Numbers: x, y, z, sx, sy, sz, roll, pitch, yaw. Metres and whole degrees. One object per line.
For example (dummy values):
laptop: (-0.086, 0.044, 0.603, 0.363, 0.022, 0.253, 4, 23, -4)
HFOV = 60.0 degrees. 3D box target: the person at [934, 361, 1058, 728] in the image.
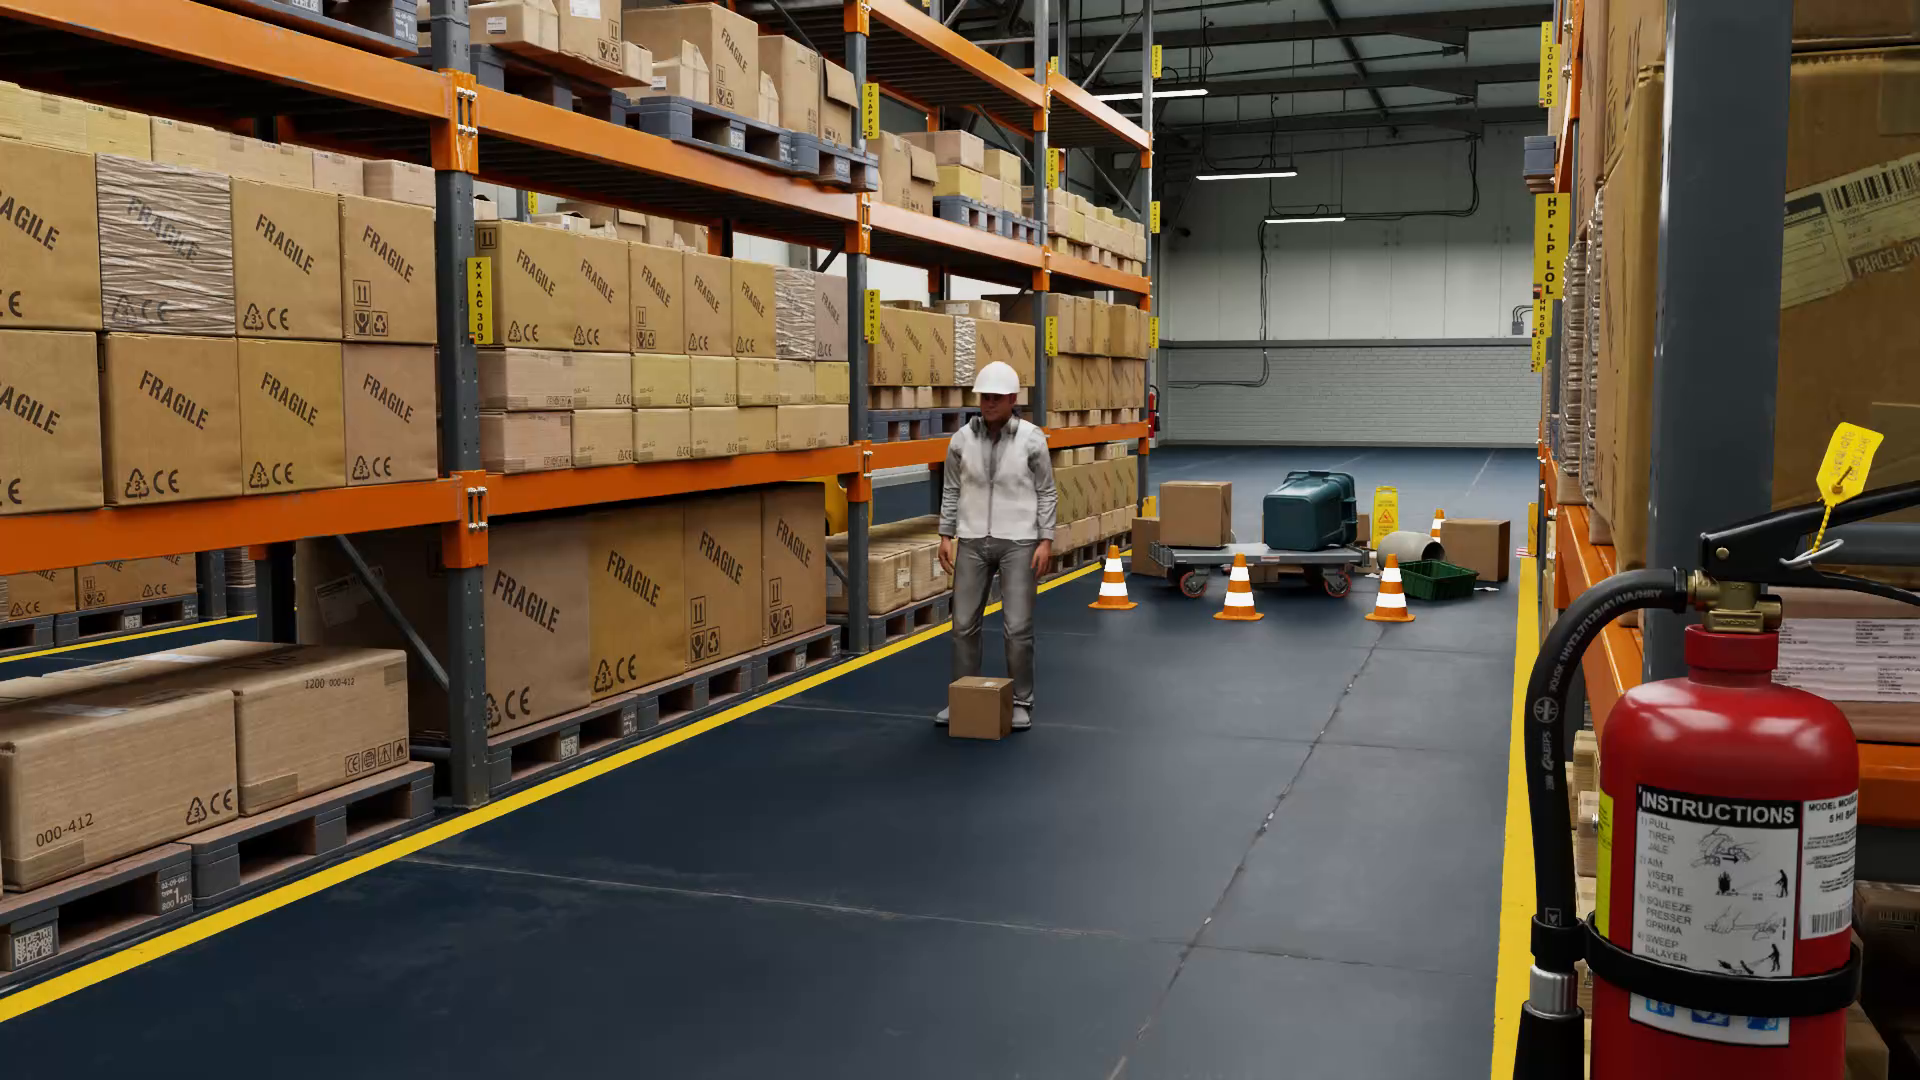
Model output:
person: (0.178, 0.021, 8.108, 0.586, 1.771, 0.466, 2, 5, 18)
